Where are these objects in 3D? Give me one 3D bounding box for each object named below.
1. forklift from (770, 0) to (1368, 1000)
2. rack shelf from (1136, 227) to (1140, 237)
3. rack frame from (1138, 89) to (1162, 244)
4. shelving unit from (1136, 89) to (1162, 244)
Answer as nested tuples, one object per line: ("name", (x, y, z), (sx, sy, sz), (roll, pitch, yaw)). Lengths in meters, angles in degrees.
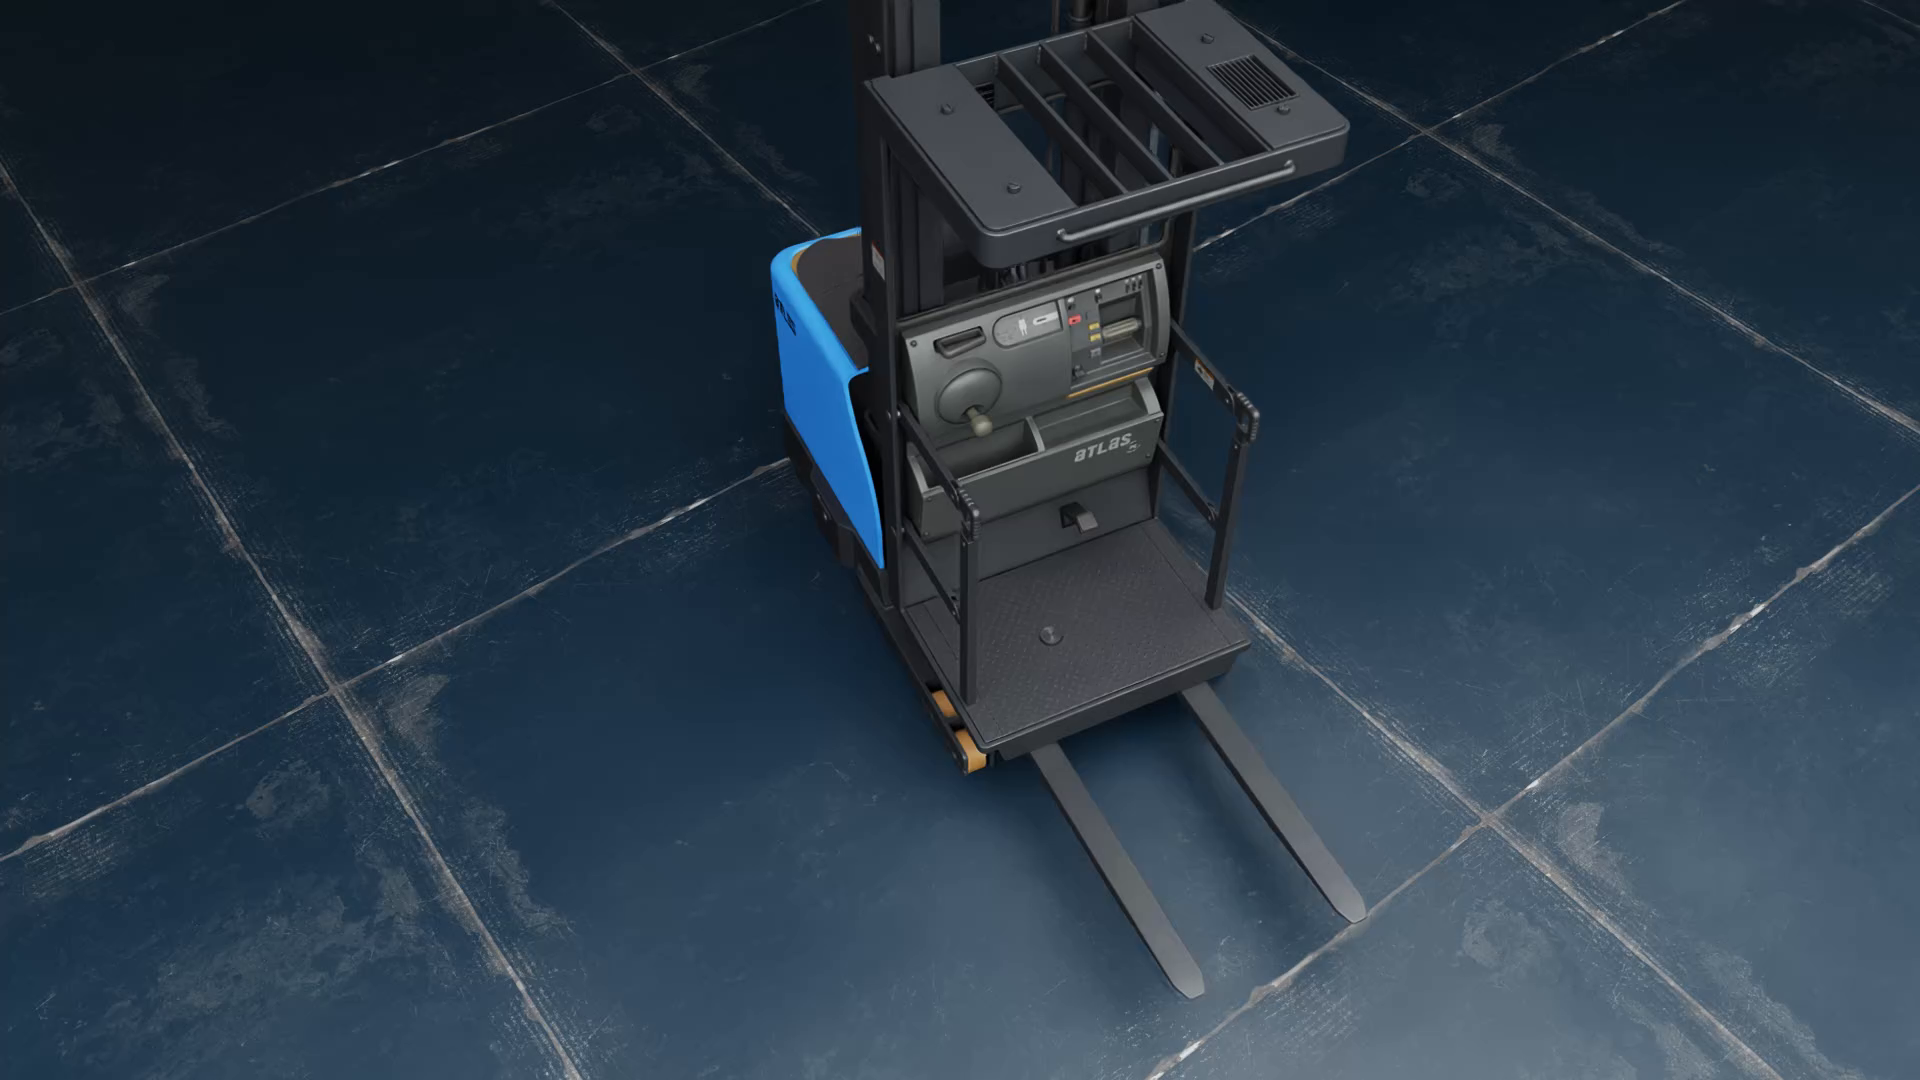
("forklift", (0.357, -0.526, 5.247), (1.130, 2.935, 3.031), (-20, 51, -17))
("rack shelf", (0.271, -1.281, 7.141), (1.000, 0.185, 0.538), (6, 48, 5))
("rack frame", (0.775, -1.353, 6.963), (0.032, 1.500, 0.500), (6, 48, 5))
("shelving unit", (0.271, -1.402, 7.008), (1.048, 1.500, 0.538), (6, 48, 5))
